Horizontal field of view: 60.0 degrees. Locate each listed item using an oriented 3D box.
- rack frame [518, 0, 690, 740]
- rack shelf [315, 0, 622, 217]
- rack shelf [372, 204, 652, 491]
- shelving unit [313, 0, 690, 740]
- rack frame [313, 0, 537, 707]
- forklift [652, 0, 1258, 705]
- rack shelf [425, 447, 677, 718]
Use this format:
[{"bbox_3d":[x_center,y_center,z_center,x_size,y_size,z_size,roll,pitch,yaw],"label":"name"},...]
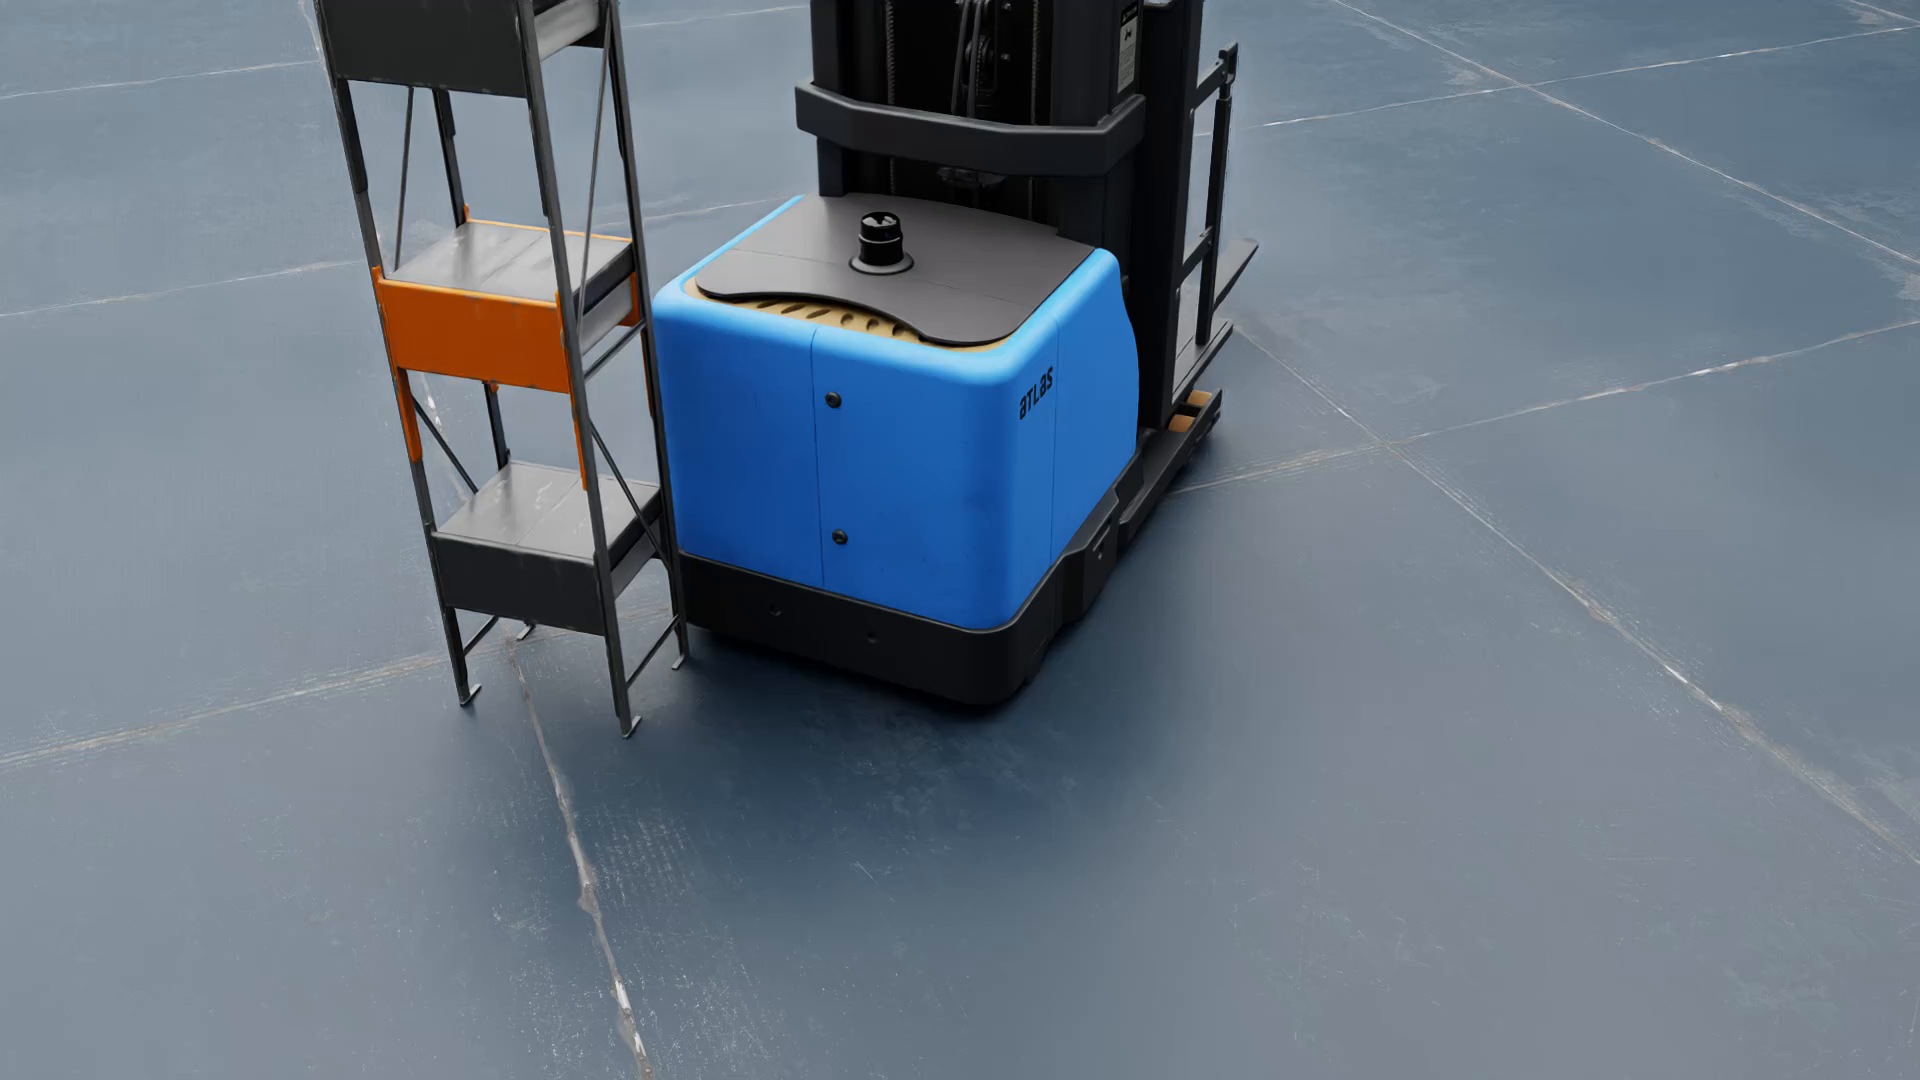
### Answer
[{"bbox_3d":[-0.836,-0.453,4.021,0.015,2.100,0.400,9,34,14],"label":"rack frame"},{"bbox_3d":[-1.070,-1.067,3.706,0.480,0.518,0.431,9,34,14],"label":"rack shelf"},{"bbox_3d":[-1.070,-0.480,4.087,0.480,0.518,0.431,9,34,14],"label":"rack shelf"},{"bbox_3d":[-1.070,-0.491,4.080,0.503,2.100,0.431,9,34,14],"label":"shelving unit"},{"bbox_3d":[-1.304,-0.530,4.139,0.015,2.100,0.400,9,34,14],"label":"rack frame"},{"bbox_3d":[0.261,-1.577,4.986,1.130,2.935,3.031,14,36,20],"label":"forklift"},{"bbox_3d":[-1.070,0.107,4.469,0.480,0.518,0.431,9,34,14],"label":"rack shelf"}]
